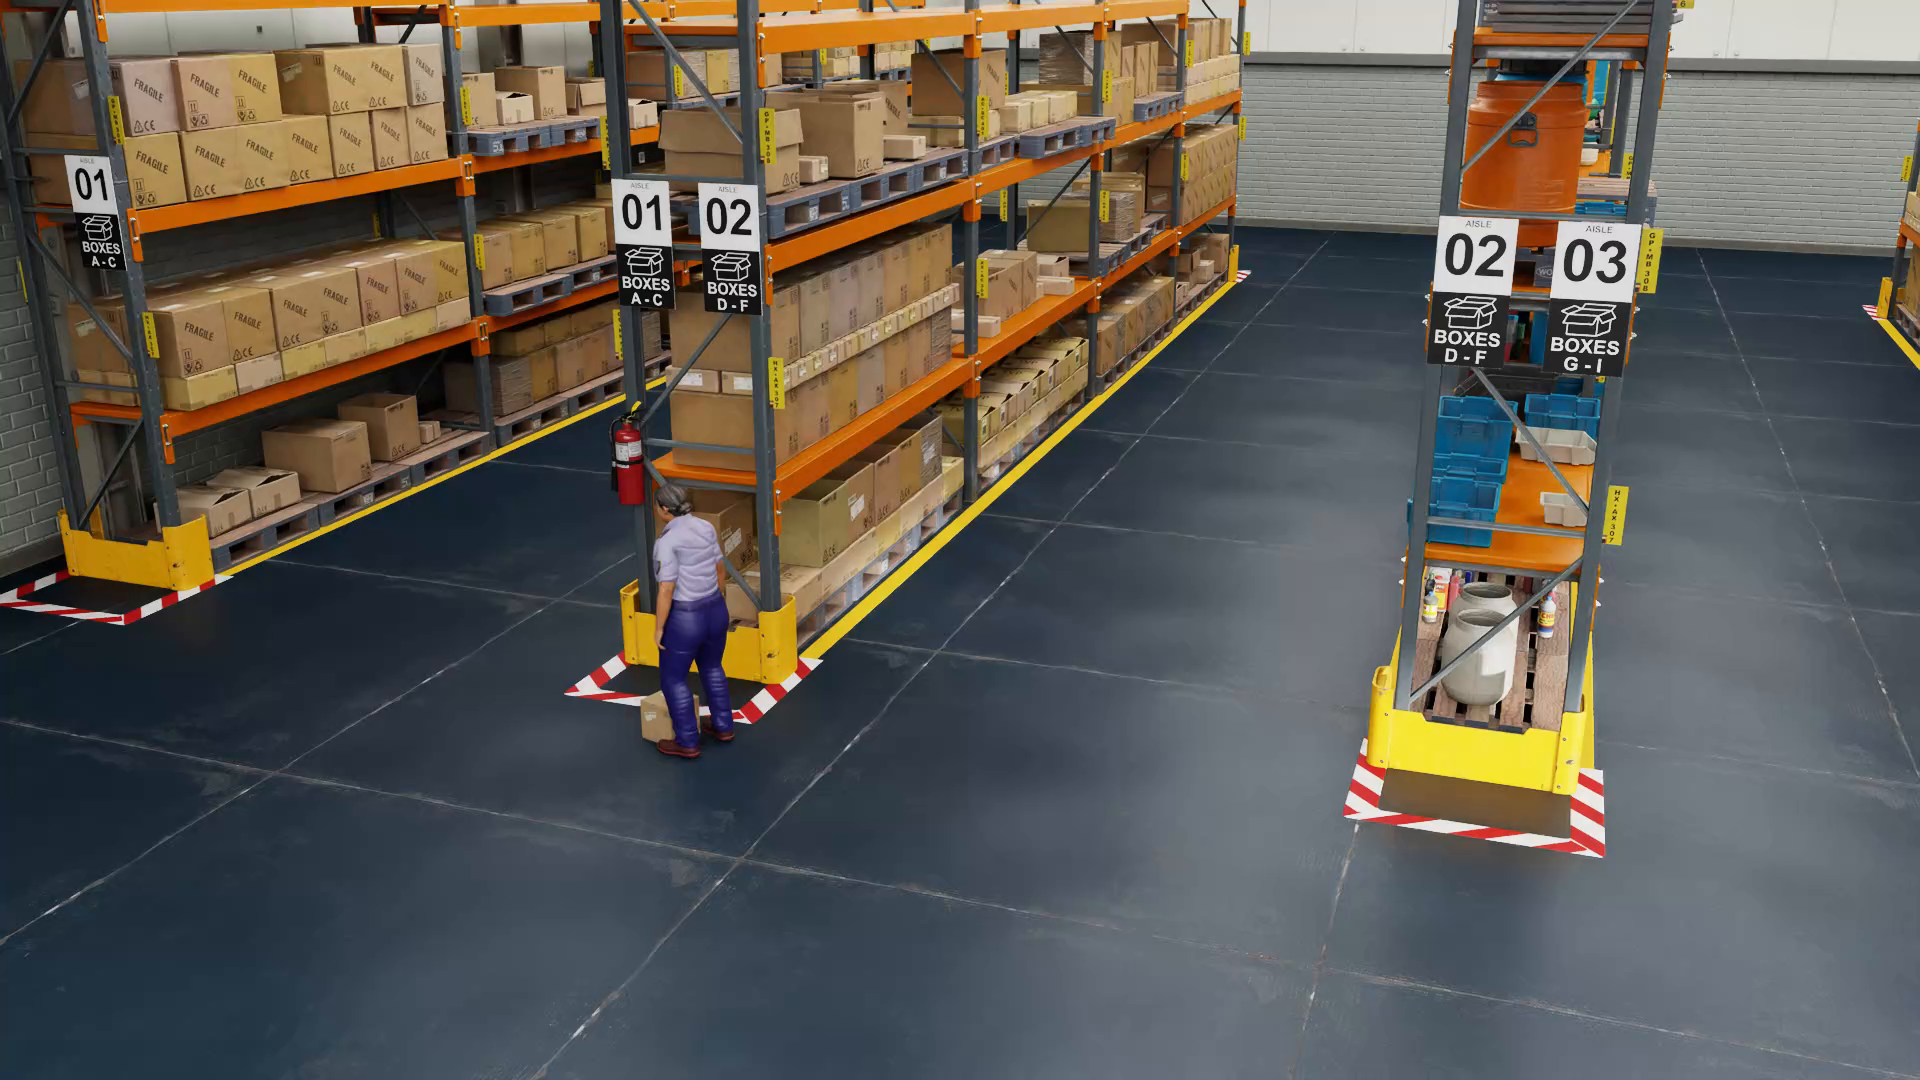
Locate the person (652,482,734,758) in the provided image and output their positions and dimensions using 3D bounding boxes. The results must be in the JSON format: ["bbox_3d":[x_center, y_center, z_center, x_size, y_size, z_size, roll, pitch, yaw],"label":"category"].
[{"bbox_3d":[-1.571,0.459,9.728,0.373,1.650,0.558,13,23,34],"label":"person"}]
